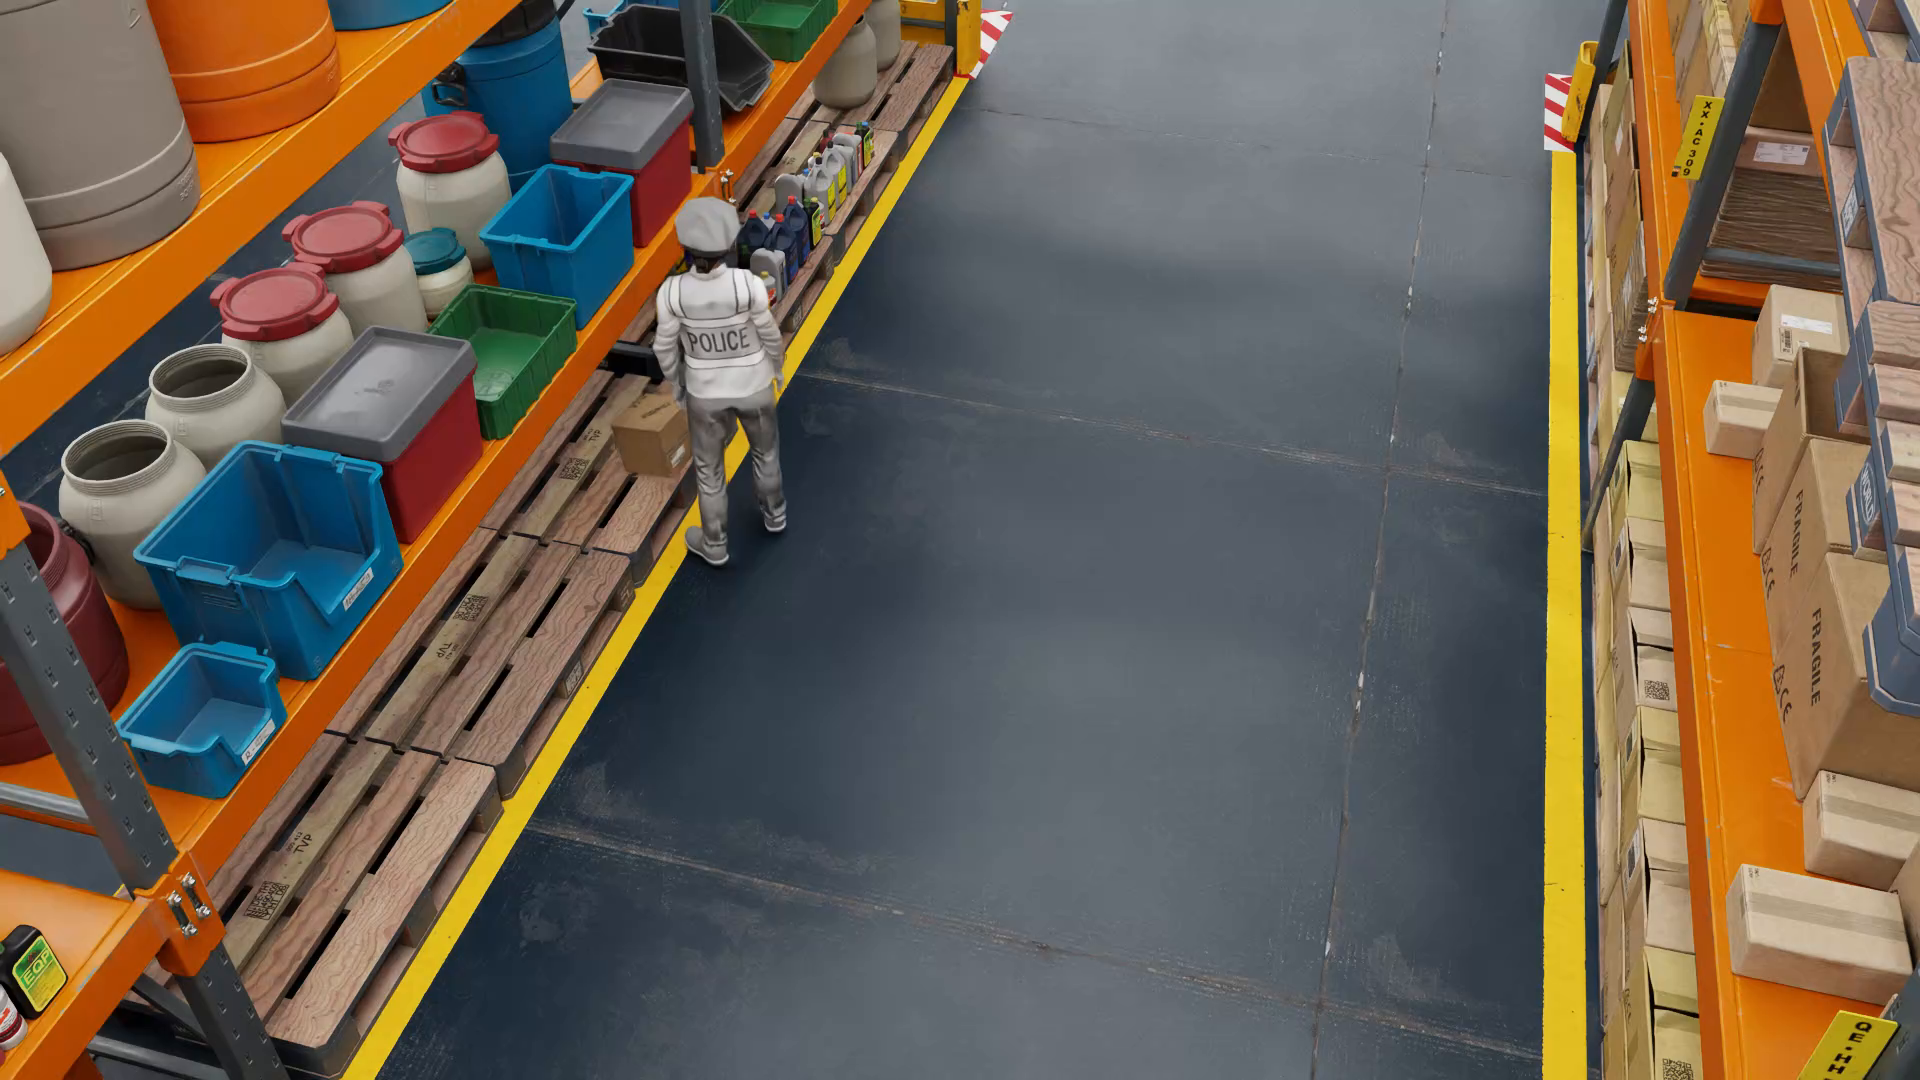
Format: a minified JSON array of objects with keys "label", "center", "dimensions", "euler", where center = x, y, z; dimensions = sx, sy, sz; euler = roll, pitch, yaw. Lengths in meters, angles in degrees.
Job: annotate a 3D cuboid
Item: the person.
[{"label":"person","center":[-0.978,-0.672,6.872],"dimensions":[0.515,1.694,0.481],"euler":[-4,41,-4]}]
